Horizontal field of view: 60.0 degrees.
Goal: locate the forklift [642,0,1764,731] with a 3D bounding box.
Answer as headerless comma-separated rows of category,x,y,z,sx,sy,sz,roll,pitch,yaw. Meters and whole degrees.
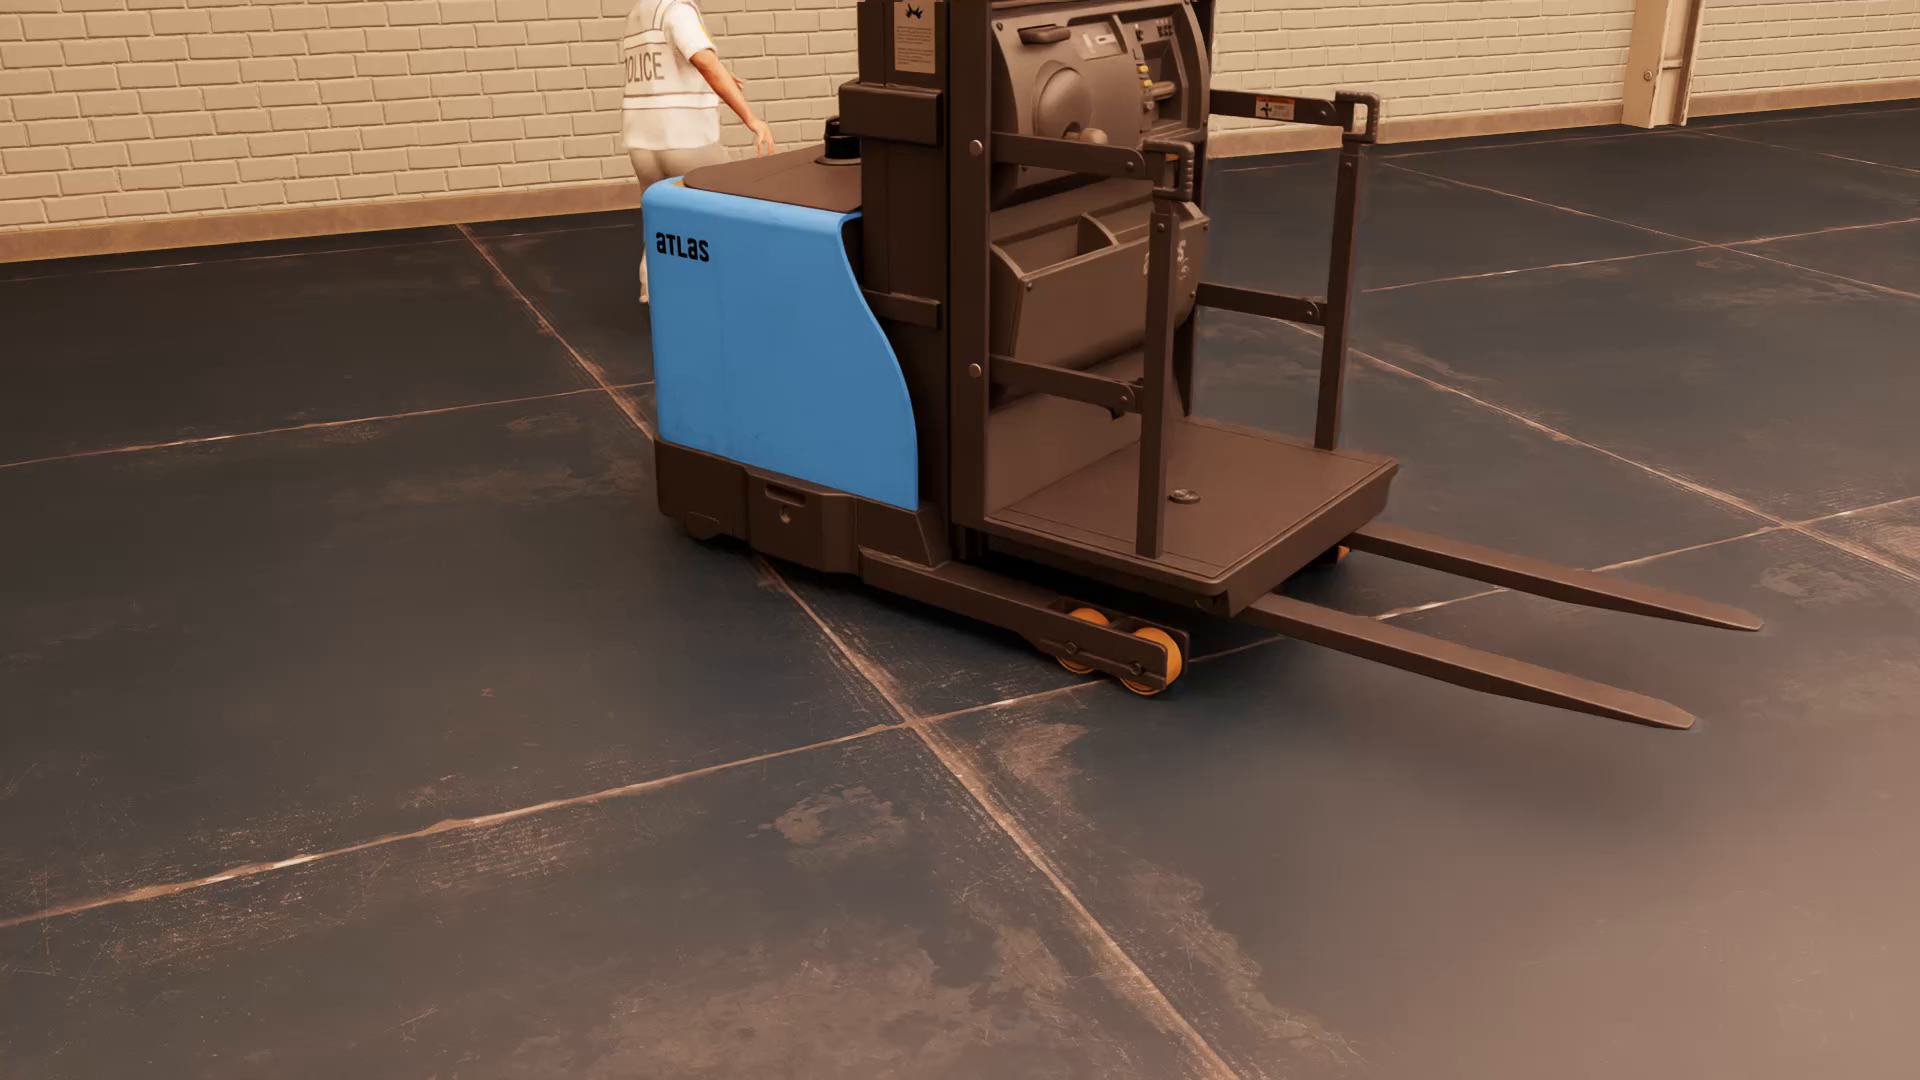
forklift,0.548,-1.195,4.164,3.031,2.935,1.130,16,27,34

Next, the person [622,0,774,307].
person,-1.105,-1.786,7.302,0.887,1.637,0.867,14,26,30
